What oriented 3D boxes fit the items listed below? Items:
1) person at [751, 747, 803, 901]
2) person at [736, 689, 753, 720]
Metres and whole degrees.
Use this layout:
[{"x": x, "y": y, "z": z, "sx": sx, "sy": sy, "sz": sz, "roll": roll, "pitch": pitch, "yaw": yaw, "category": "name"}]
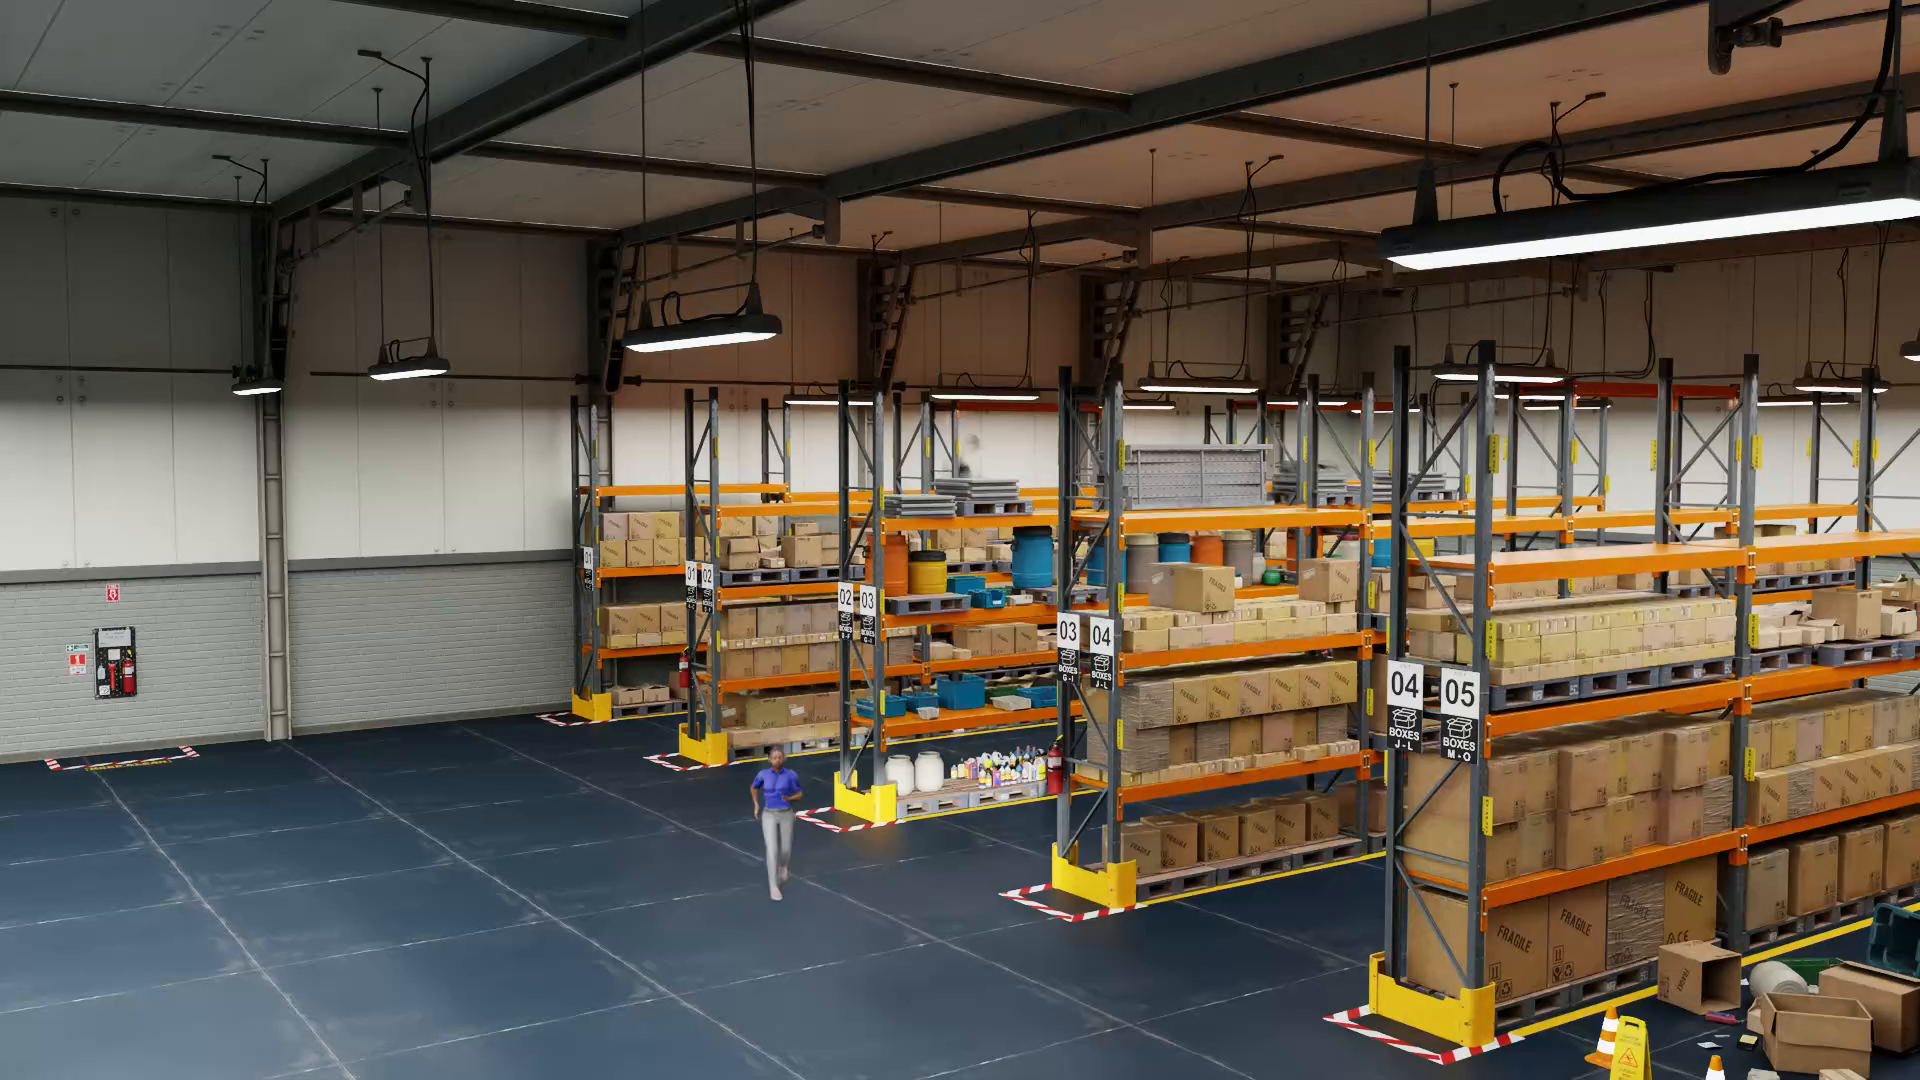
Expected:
[{"x": -2.080, "y": 3.177, "z": 18.942, "sx": 0.577, "sy": 1.641, "sz": 0.941, "roll": -1, "pitch": 4, "yaw": -11, "category": "person"}, {"x": -3.826, "y": 2.595, "z": 29.209, "sx": 0.511, "sy": 1.630, "sz": 0.558, "roll": -3, "pitch": 4, "yaw": -37, "category": "person"}]
